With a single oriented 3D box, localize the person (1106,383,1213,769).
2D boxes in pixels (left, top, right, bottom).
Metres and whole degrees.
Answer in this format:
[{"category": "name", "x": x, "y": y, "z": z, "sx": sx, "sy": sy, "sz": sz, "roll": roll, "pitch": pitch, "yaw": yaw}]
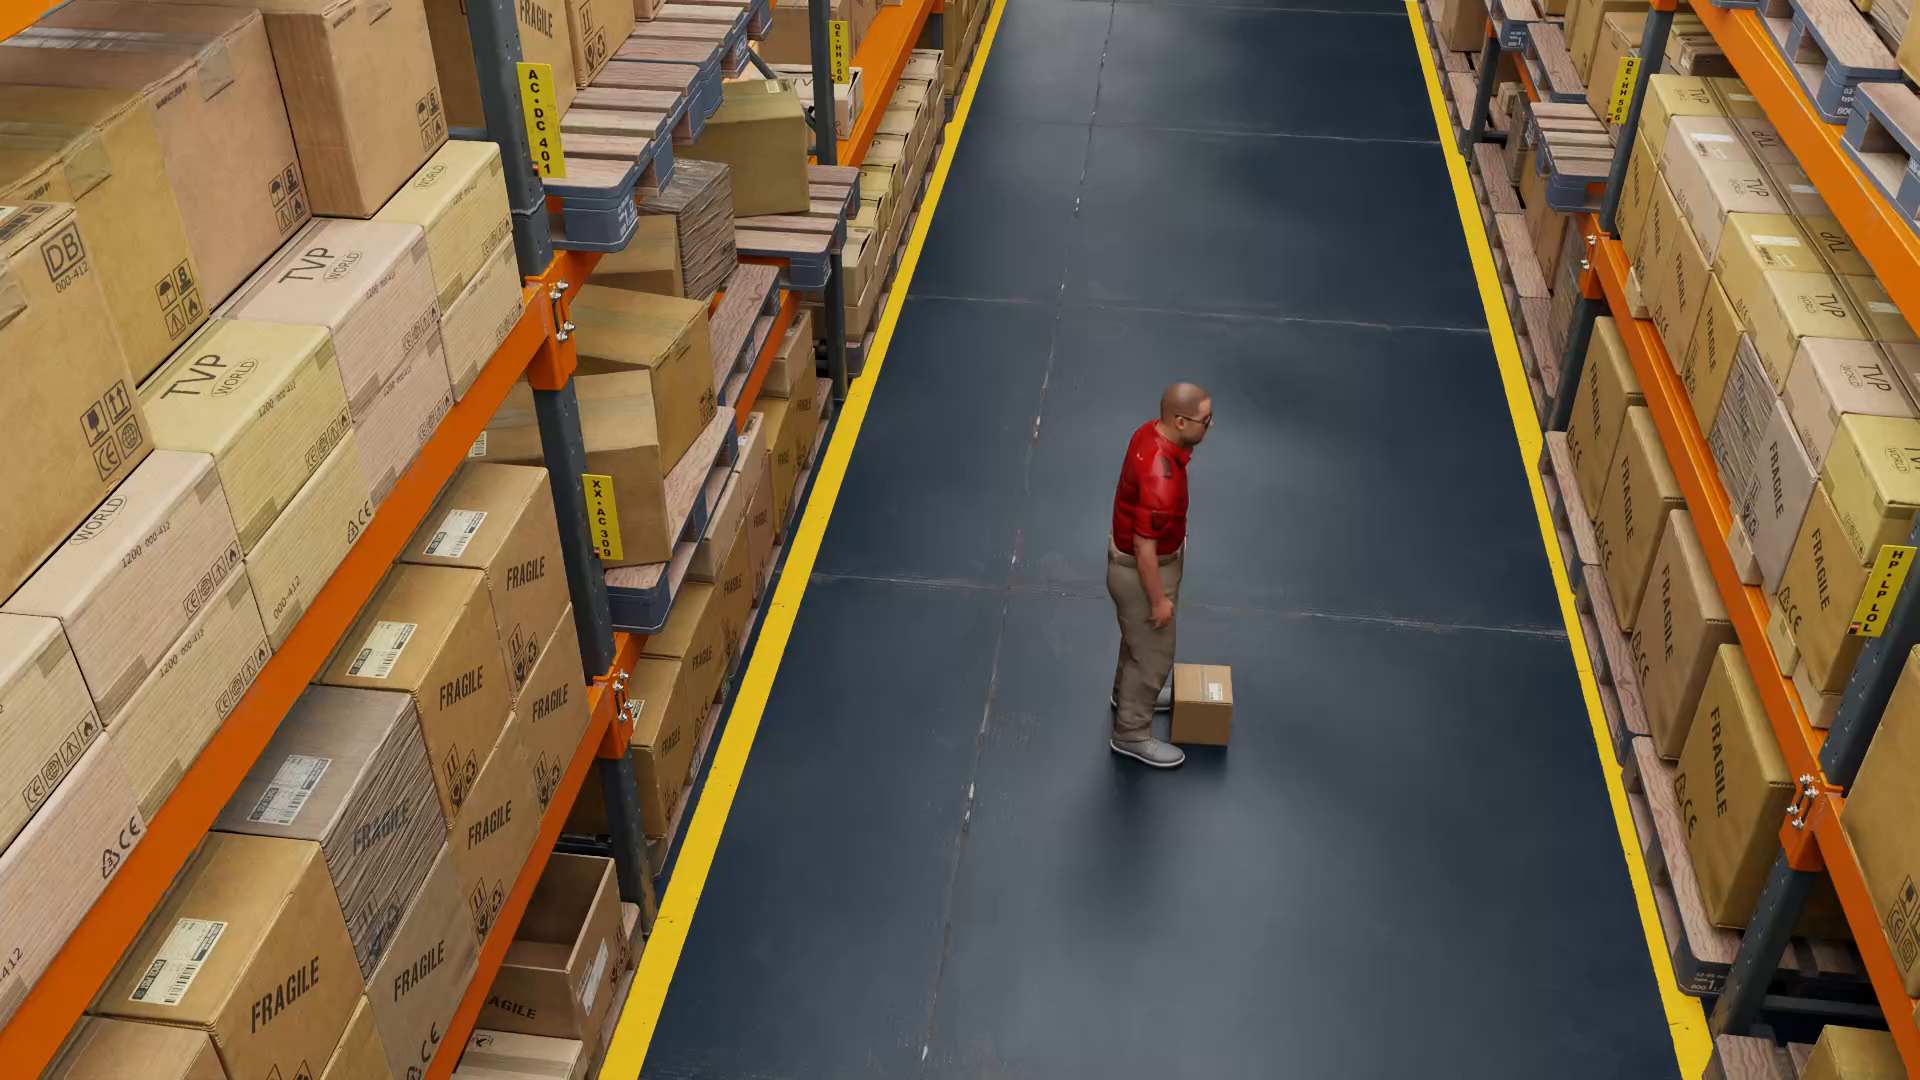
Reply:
[{"category": "person", "x": 0.805, "y": 0.112, "z": 6.897, "sx": 0.389, "sy": 1.726, "sz": 0.588, "roll": 4, "pitch": 36, "yaw": 6}]
